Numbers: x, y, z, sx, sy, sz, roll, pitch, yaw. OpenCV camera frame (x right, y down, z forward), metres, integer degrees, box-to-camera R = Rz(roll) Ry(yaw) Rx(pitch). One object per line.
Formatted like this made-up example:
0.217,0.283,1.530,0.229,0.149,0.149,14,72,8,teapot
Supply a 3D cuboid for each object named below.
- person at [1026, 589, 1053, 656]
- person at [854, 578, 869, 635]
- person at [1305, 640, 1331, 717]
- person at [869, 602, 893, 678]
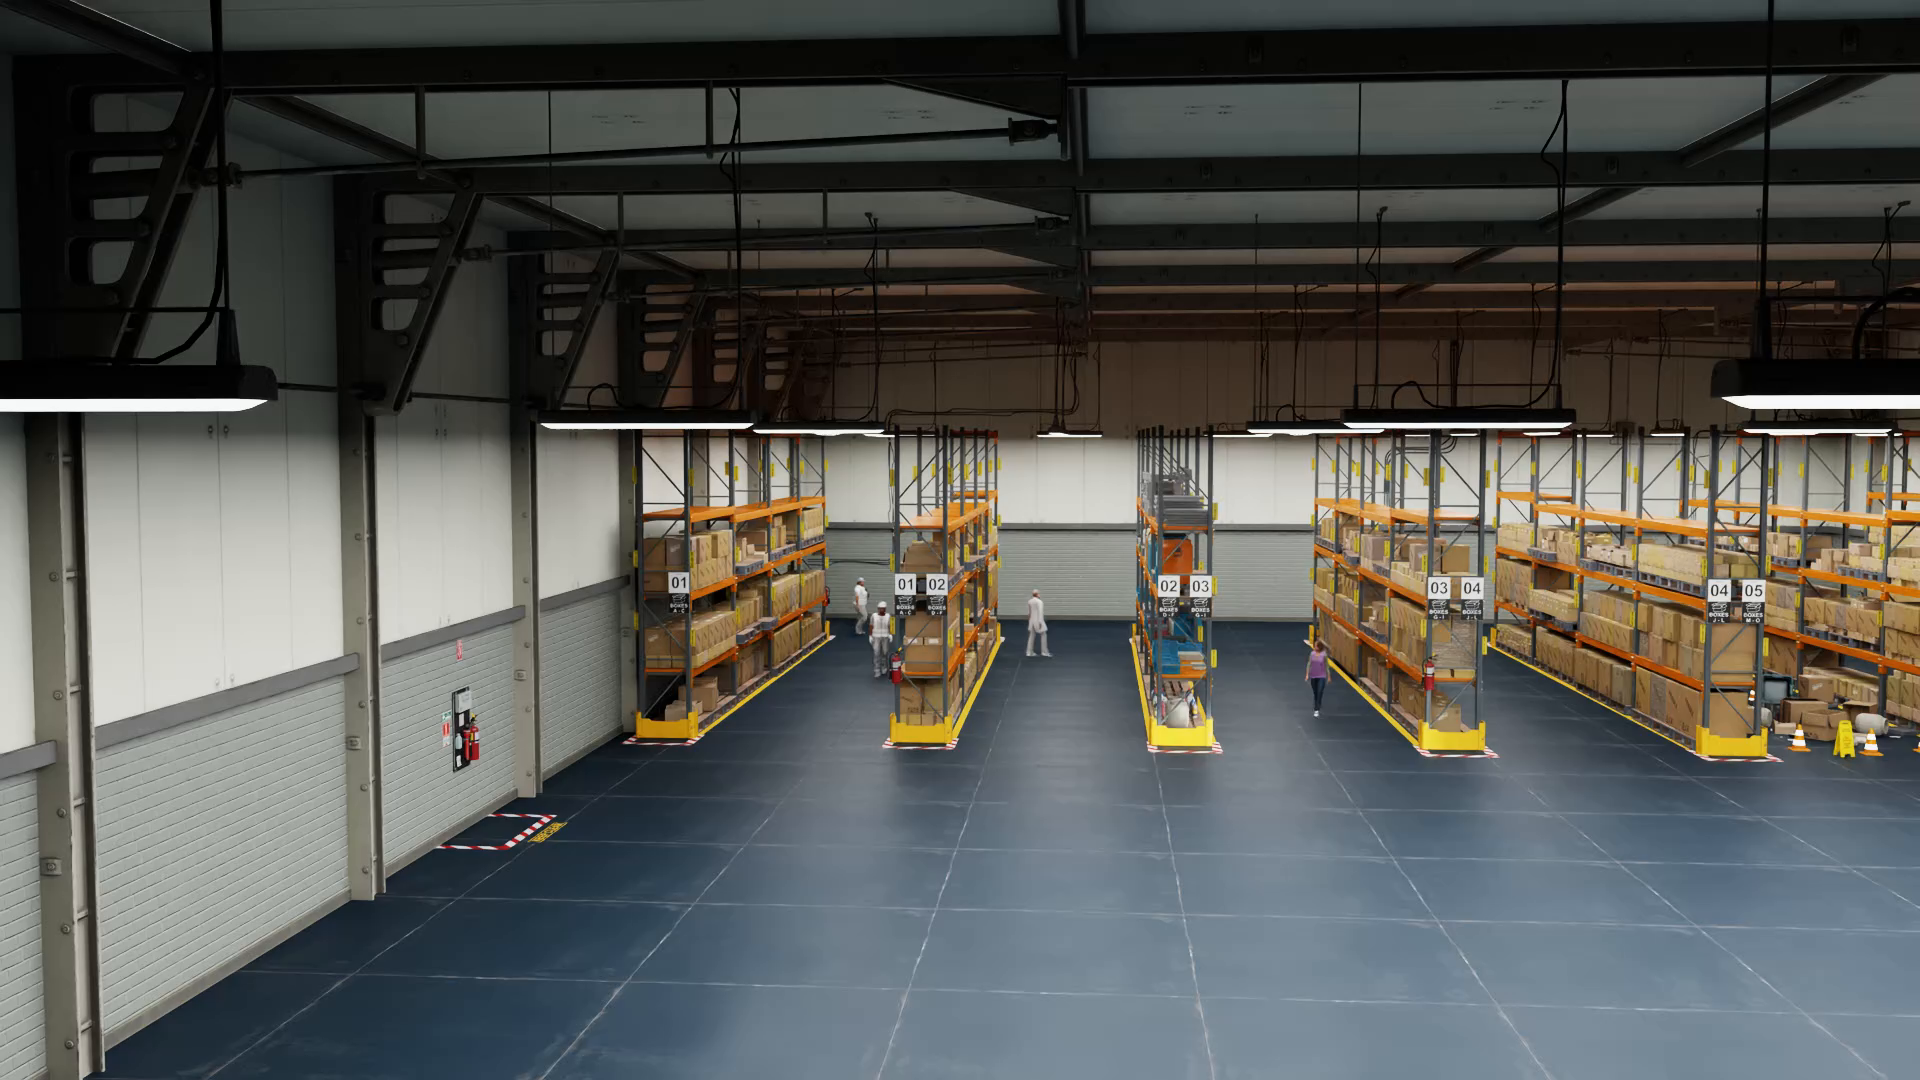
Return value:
2.075,2.197,43.942,0.809,1.792,0.581,-3,5,-42,person
-2.906,1.950,48.965,0.439,1.684,0.508,0,3,3,person
7.388,2.857,34.470,0.454,1.556,0.891,2,4,35,person
-1.898,2.414,40.435,0.576,1.801,0.684,-1,3,-10,person
